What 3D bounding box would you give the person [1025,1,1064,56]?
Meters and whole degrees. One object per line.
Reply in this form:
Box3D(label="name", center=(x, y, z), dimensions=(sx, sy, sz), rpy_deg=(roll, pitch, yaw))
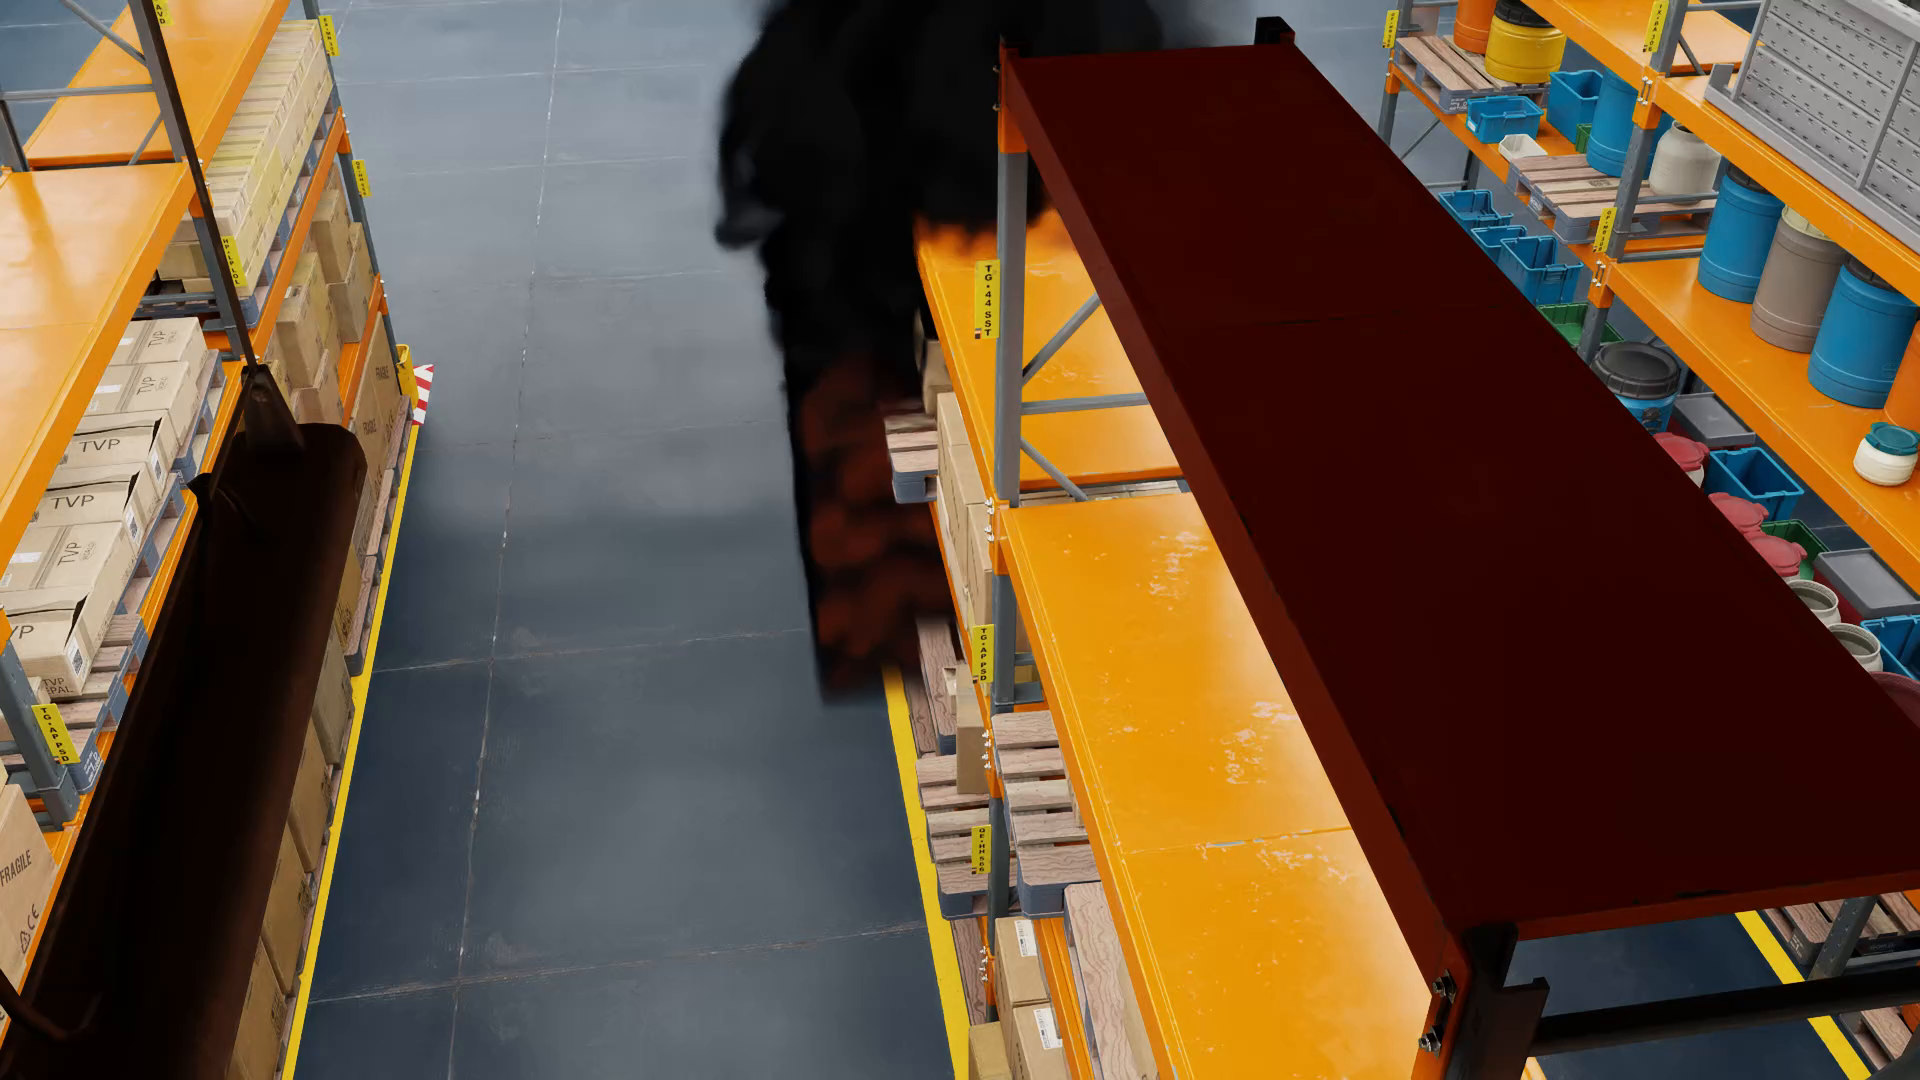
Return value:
Box3D(label="person", center=(0.993, -5.479, 19.466), dimensions=(0.880, 1.665, 0.608), rpy_deg=(7, 37, 9))
